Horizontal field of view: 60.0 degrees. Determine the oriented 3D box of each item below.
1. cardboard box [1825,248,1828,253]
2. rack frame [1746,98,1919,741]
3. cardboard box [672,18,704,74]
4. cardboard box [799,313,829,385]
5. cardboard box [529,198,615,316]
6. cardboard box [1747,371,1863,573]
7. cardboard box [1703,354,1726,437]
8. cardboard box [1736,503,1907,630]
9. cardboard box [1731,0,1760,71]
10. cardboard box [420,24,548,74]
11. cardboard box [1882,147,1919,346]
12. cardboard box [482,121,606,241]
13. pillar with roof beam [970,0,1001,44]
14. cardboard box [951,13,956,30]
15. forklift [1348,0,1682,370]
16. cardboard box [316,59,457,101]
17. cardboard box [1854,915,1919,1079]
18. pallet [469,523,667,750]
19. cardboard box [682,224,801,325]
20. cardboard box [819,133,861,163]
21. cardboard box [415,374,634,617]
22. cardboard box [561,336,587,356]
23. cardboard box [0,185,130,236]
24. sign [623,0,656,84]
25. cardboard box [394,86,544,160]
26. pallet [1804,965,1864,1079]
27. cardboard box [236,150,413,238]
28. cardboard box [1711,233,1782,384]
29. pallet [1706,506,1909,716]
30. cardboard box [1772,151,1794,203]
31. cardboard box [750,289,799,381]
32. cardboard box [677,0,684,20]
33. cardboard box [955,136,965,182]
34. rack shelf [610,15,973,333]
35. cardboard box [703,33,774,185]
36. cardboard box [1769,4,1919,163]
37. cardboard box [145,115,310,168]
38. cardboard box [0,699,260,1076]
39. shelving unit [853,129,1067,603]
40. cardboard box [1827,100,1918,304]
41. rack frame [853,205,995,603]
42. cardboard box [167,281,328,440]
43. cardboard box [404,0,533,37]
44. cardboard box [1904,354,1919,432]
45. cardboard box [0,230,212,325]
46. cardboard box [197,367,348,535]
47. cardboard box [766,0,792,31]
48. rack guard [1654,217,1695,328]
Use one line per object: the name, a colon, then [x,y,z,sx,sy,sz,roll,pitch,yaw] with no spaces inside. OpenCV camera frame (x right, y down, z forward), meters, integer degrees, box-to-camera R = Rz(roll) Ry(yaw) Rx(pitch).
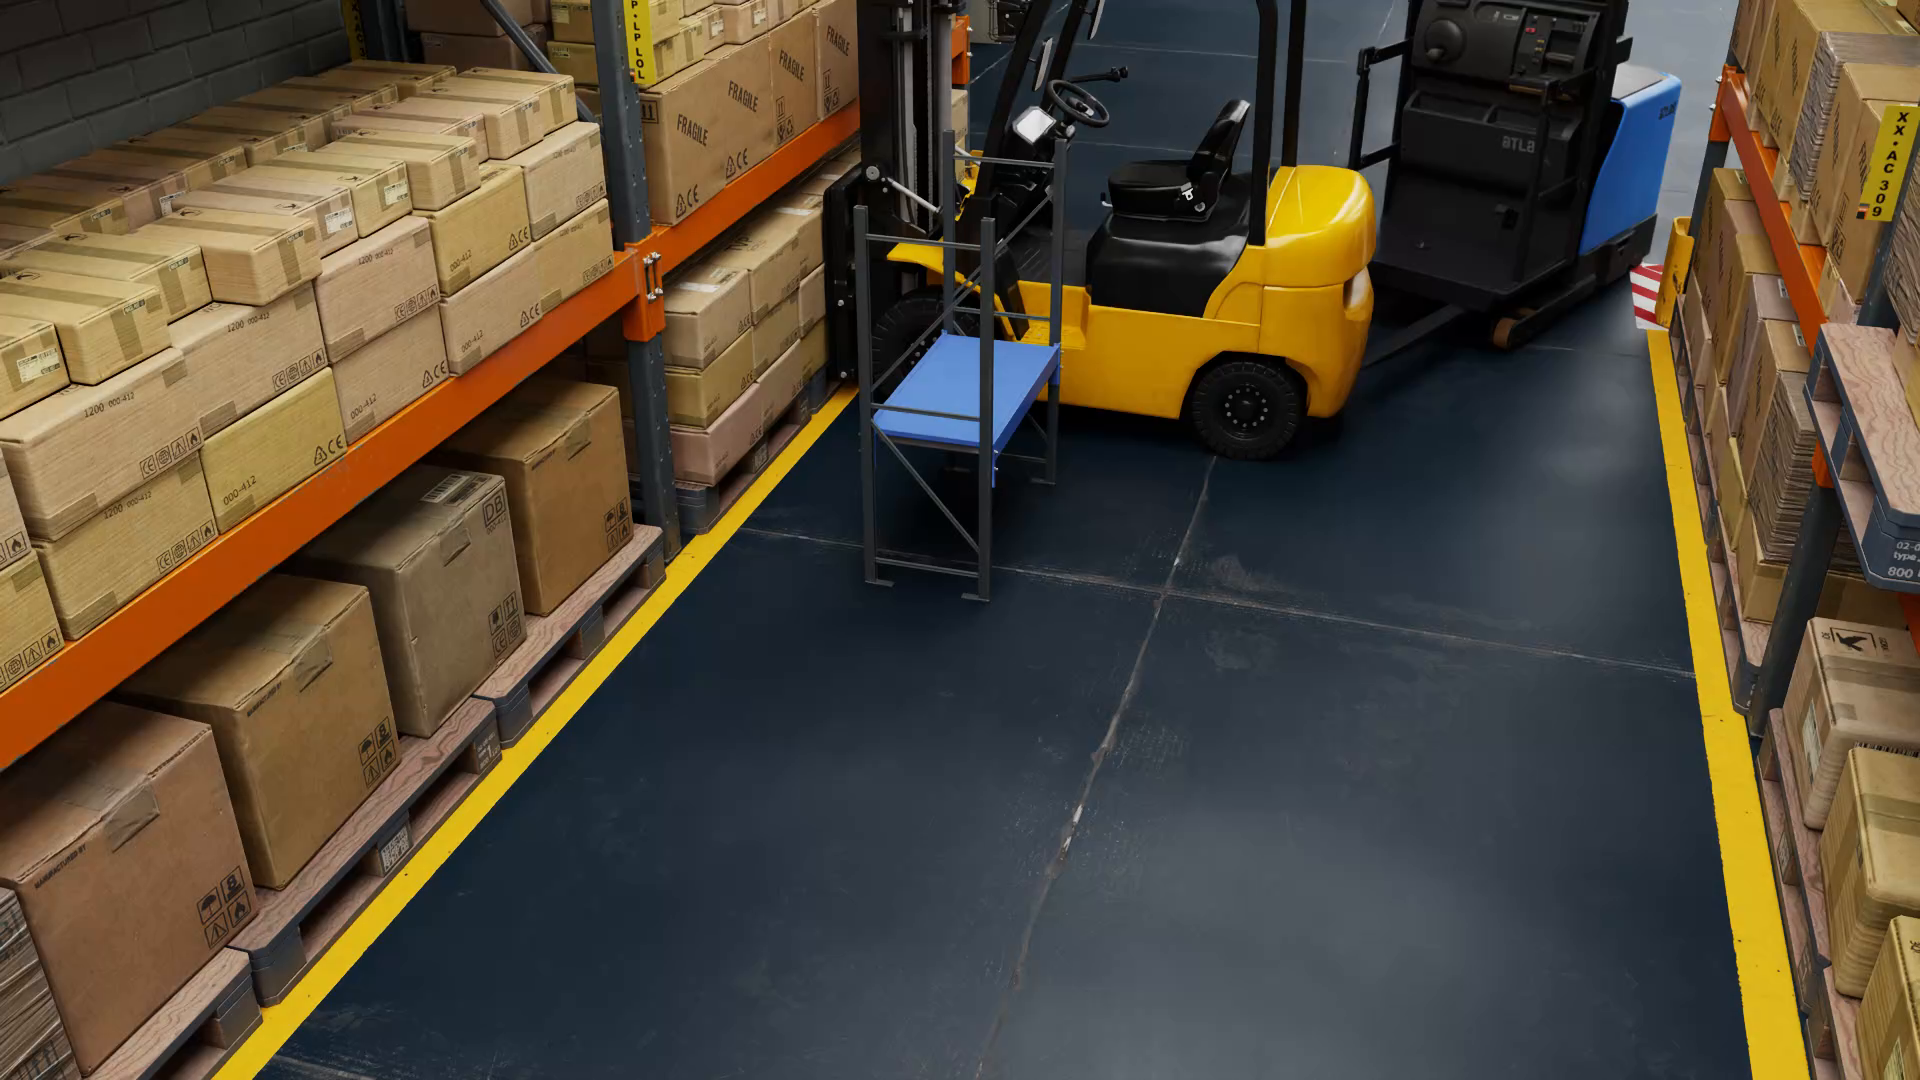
cardboard box: [3.242,-1.028,5.772,0.380,0.149,0.250,8,30,14]
rack frame: [3.135,-0.605,4.751,1.000,3.000,0.127,8,30,15]
cardboard box: [-1.192,-1.870,6.255,0.380,0.149,0.250,9,30,16]
cardboard box: [-0.882,-0.950,7.769,0.500,0.250,0.500,9,30,16]
cardboard box: [-1.509,-0.974,5.570,0.500,0.250,0.500,9,30,16]
cardboard box: [3.052,-0.228,5.699,0.500,0.500,0.500,8,30,14]
cardboard box: [3.503,-0.619,7.173,0.500,0.250,0.500,11,31,18]
cardboard box: [3.052,0.100,5.881,0.500,0.250,0.500,10,31,17]
cardboard box: [3.905,-2.457,7.672,0.500,0.500,0.500,8,30,14]
cardboard box: [-1.762,-1.825,6.174,0.380,0.149,0.250,8,30,15]
cardboard box: [2.723,-0.785,4.235,0.500,0.500,0.500,9,30,16]
cardboard box: [-1.511,-1.200,5.461,0.500,0.250,0.500,8,30,14]
pillar with roof beam: [4.373,-7.771,11.462,9.100,9.000,0.400,8,30,15]
cardboard box: [-0.330,-2.948,8.860,0.500,0.500,0.500,8,30,14]
forklift: [2.613,-2.527,8.277,1.130,2.935,3.031,24,37,36]
cardboard box: [-1.919,-1.506,5.601,0.380,0.149,0.250,8,30,14]
cardboard box: [2.573,1.262,3.667,0.950,0.372,0.625,10,30,17]
pallet: [-1.790,0.255,6.074,1.003,0.211,1.213,8,30,15]
cardboard box: [-1.009,-1.146,7.093,0.500,0.250,0.500,9,30,15]
cardboard box: [-0.557,-1.856,8.370,0.500,0.250,0.500,9,30,16]
cardboard box: [-1.754,-0.213,6.058,0.875,0.625,0.625,10,31,17]
cardboard box: [-1.652,-0.986,6.806,0.500,0.250,0.500,9,30,16]
cardboard box: [-2.411,-0.804,4.339,0.380,0.149,0.250,9,30,15]
sign: [-1.090,-1.710,5.628,0.100,0.325,0.005,8,30,15]
cardboard box: [-1.558,-1.325,5.277,0.380,0.149,0.250,8,30,14]
pallet: [2.552,1.545,3.756,1.003,0.211,1.213,8,30,15]
cardboard box: [-1.767,-0.965,4.630,0.380,0.149,0.250,8,30,14]
cardboard box: [3.497,-0.951,6.999,0.500,0.500,0.500,9,30,16]
pallet: [3.298,0.297,6.000,1.003,0.211,1.213,8,30,15]
cardboard box: [3.378,-1.400,6.439,0.380,0.149,0.250,9,30,15]
cardboard box: [-1.028,-0.927,7.213,0.500,0.250,0.500,8,30,15]
cardboard box: [-1.260,-2.011,6.204,0.380,0.149,0.250,9,30,16]
cardboard box: [-0.281,-2.100,9.321,0.500,0.250,0.500,8,30,14]
rack shelf: [-1.024,-1.926,7.867,1.077,0.370,4.000,8,30,15]
cardboard box: [-1.094,-1.768,6.740,0.500,0.500,0.500,9,30,16]
cardboard box: [3.466,-1.741,6.385,0.500,0.500,0.500,8,30,14]
cardboard box: [-2.178,-1.151,4.963,0.380,0.149,0.250,8,30,14]
cardboard box: [-2.405,0.809,4.221,0.875,0.625,0.625,9,30,17]
shelving unit: [0.025,-0.695,6.457,0.538,1.500,1.048,8,30,15]
cardboard box: [3.028,-1.020,5.090,0.500,0.500,0.500,8,30,14]
rack frame: [-0.124,-0.459,6.032,0.500,1.500,0.032,8,30,15]
cardboard box: [-1.977,-0.491,4.187,0.500,0.250,0.500,9,30,16]
cardboard box: [-1.806,-1.960,6.111,0.380,0.149,0.250,9,30,15]
cardboard box: [2.589,-0.352,4.123,0.380,0.149,0.250,9,30,16]
cardboard box: [-2.057,-0.622,4.012,0.380,0.149,0.250,8,30,15]
cardboard box: [-1.971,-0.272,4.308,0.500,0.250,0.500,9,30,16]
cardboard box: [-0.920,-2.220,6.886,0.380,0.149,0.250,8,30,14]
rack guard: [4.287,-1.336,8.637,1.175,0.500,0.348,8,30,15]
